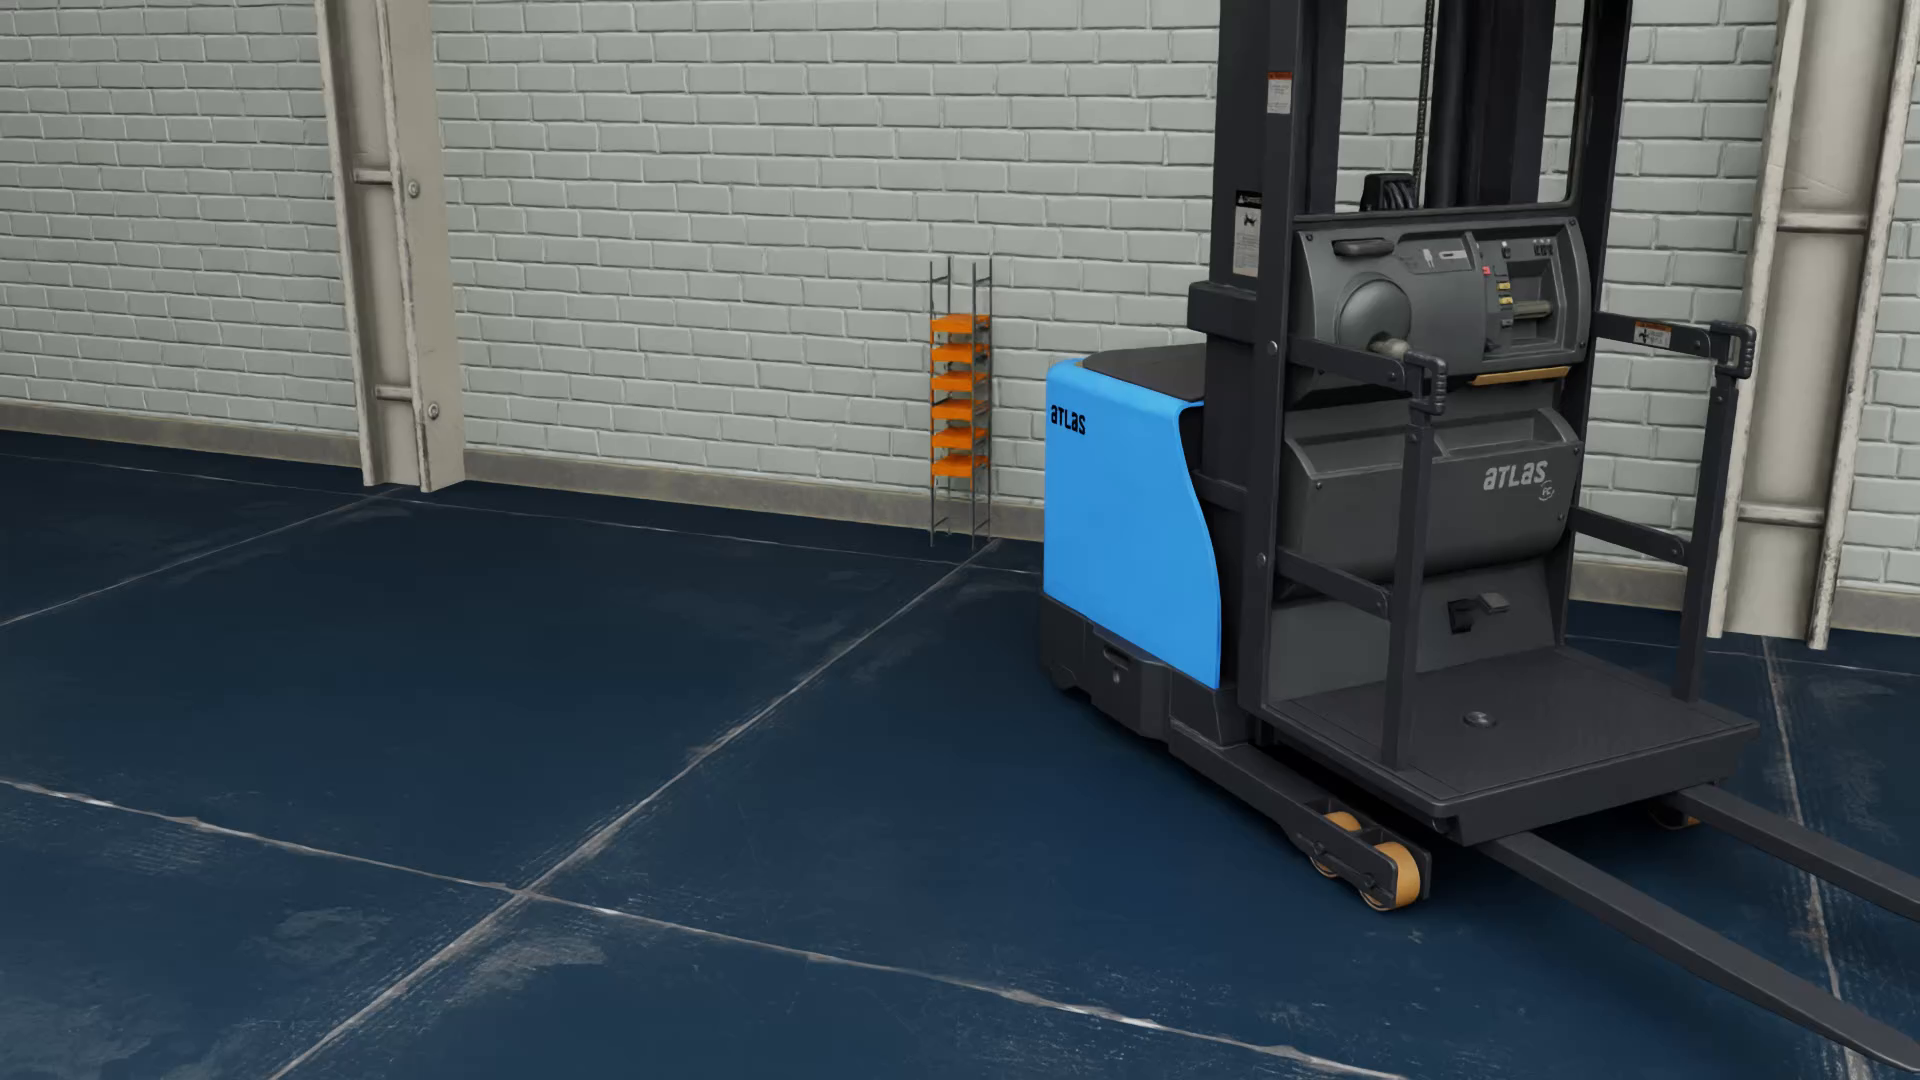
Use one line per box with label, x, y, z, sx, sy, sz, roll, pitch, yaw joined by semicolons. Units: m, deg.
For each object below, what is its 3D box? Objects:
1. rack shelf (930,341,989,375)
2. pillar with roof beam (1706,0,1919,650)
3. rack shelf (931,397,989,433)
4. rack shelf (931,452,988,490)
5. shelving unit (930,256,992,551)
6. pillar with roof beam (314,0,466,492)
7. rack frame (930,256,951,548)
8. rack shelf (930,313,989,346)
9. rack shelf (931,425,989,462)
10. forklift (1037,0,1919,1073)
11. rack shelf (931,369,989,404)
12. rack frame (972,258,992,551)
rack shelf;0.005;-0.758;6.916;0.180;0.103;0.258;5;15;19
pillar with roof beam;1.335;-2.878;0.947;0.400;9.000;9.100;6;17;21
rack shelf;0.005;-0.526;6.976;0.180;0.103;0.258;5;15;19
rack shelf;0.005;-0.294;7.036;0.180;0.103;0.258;5;15;19
shelving unit;0.005;-0.569;6.965;0.189;1.200;0.258;5;15;19
pillar with roof beam;-4.246;-3.492;3.061;0.400;9.000;9.100;6;17;21
rack frame;-0.081;-0.577;6.994;0.006;1.200;0.240;5;15;19
rack shelf;0.005;-0.875;6.886;0.180;0.103;0.258;5;15;19
rack shelf;0.005;-0.410;7.006;0.180;0.103;0.258;5;15;19
forklift;1.366;-0.643;4.131;1.130;2.935;3.031;-8;18;-25
rack shelf;0.005;-0.642;6.946;0.180;0.103;0.258;5;15;19
rack frame;0.091;-0.561;6.936;0.006;1.200;0.240;5;15;19
